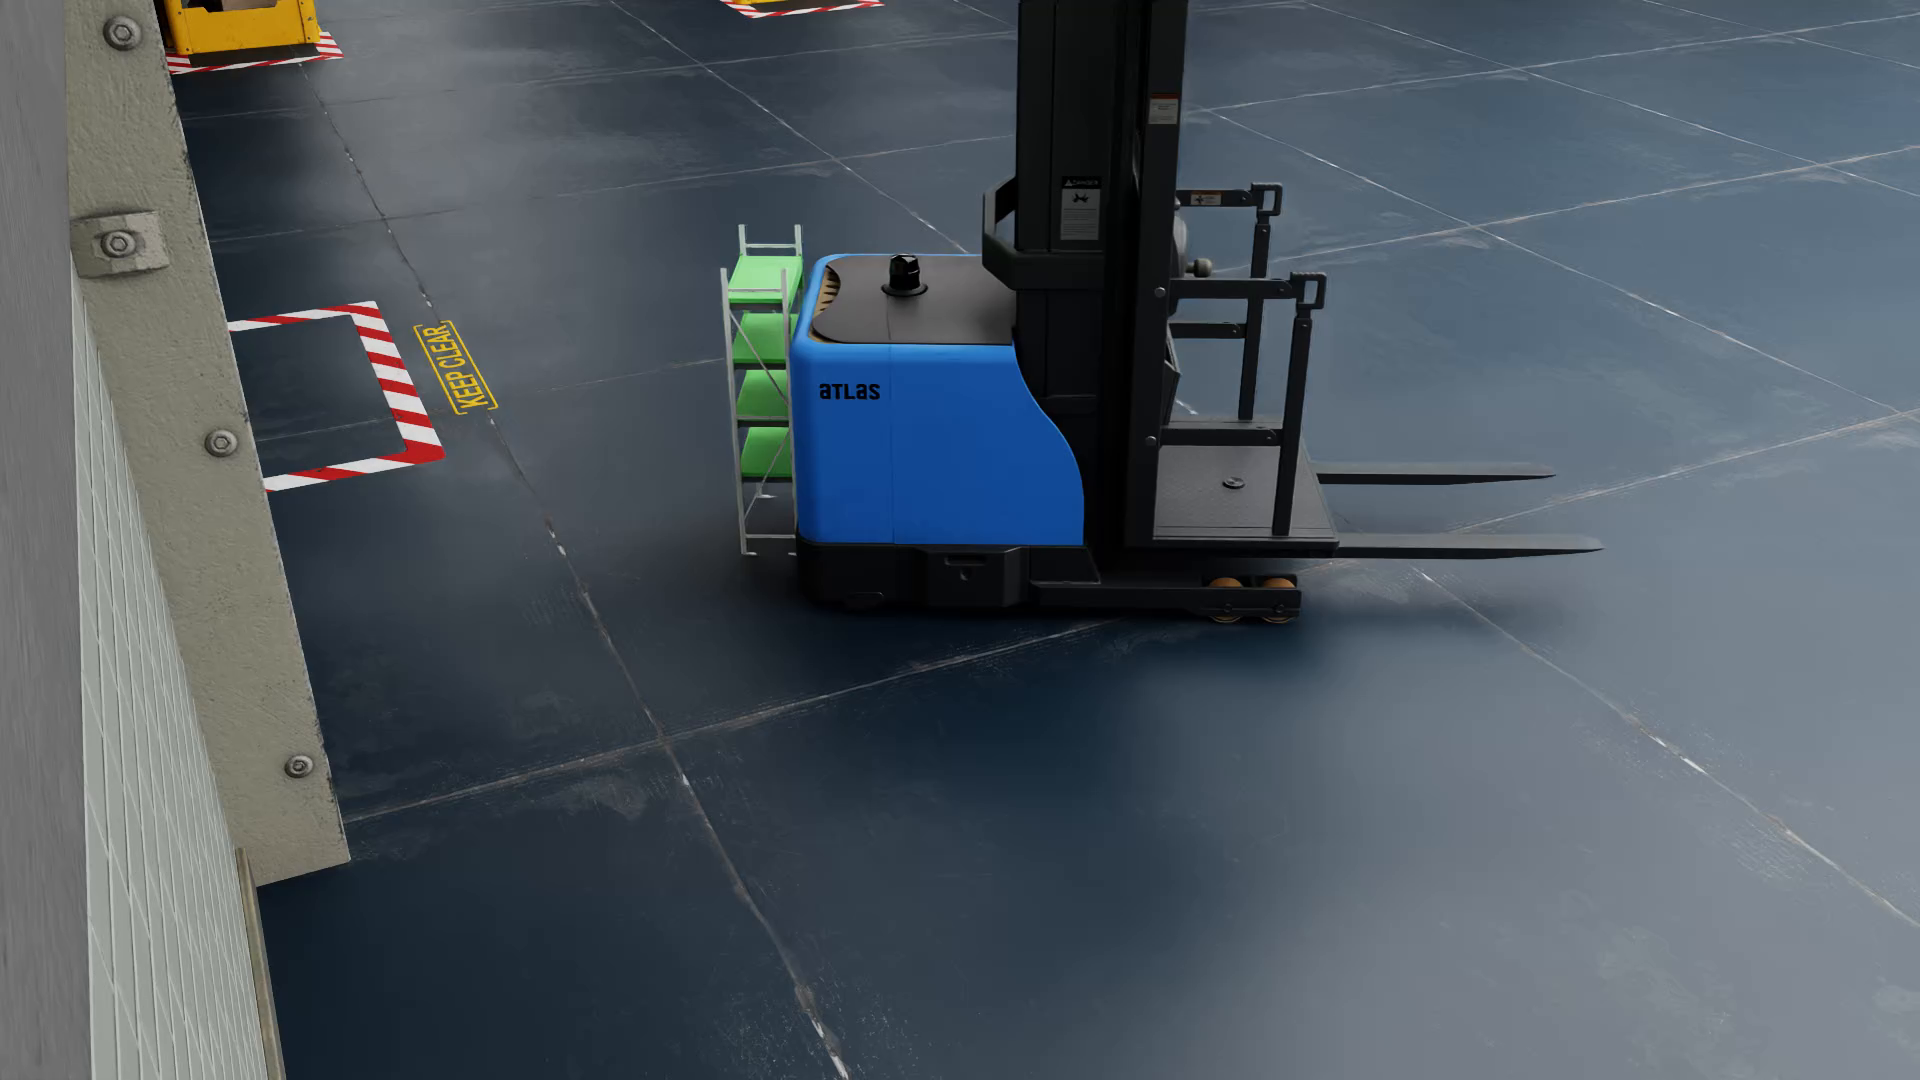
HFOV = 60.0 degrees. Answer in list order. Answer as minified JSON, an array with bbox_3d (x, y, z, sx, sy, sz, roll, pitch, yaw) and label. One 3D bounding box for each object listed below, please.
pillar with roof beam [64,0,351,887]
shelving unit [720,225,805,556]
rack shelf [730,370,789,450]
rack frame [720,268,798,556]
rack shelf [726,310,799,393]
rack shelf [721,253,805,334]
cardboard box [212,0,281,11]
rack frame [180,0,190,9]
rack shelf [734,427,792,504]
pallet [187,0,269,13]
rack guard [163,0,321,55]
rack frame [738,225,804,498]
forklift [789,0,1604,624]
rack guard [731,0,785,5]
[{"bbox_3d":[1.824,-3.915,4.531,9.100,9.000,0.400,-13,32,-22],"label":"pillar with roof beam"},{"bbox_3d":[-0.748,-0.585,6.566,0.258,1.200,0.503,1,29,1],"label":"shelving unit"},{"bbox_3d":[-0.748,-0.529,6.597,0.258,0.148,0.480,1,29,1],"label":"rack shelf"},{"bbox_3d":[-0.753,-0.465,6.353,0.240,1.200,0.015,1,29,1],"label":"rack frame"},{"bbox_3d":[-0.748,-0.738,6.479,0.258,0.148,0.480,1,29,1],"label":"rack shelf"},{"bbox_3d":[-0.748,-0.947,6.362,0.258,0.148,0.480,1,29,1],"label":"rack shelf"},{"bbox_3d":[-6.350,-4.911,14.741,0.500,0.311,0.500,-17,33,-28],"label":"cardboard box"},{"bbox_3d":[-6.134,-5.568,13.612,1.000,3.000,0.127,-13,32,-22],"label":"rack frame"},{"bbox_3d":[-0.748,-0.319,6.714,0.258,0.148,0.480,1,29,1],"label":"rack shelf"},{"bbox_3d":[-6.483,-4.751,15.007,1.003,0.211,1.213,-13,32,-22],"label":"pallet"},{"bbox_3d":[-6.167,-4.511,14.283,1.175,0.500,0.348,-13,32,-22],"label":"rack guard"},{"bbox_3d":[-0.743,-0.704,6.778,0.240,1.200,0.015,1,29,1],"label":"rack frame"},{"bbox_3d":[0.911,-1.232,5.950,3.031,2.935,1.130,1,29,1],"label":"forklift"},{"bbox_3d":[-1.651,-5.509,16.062,1.175,0.500,0.348,-13,32,-22],"label":"rack guard"}]
